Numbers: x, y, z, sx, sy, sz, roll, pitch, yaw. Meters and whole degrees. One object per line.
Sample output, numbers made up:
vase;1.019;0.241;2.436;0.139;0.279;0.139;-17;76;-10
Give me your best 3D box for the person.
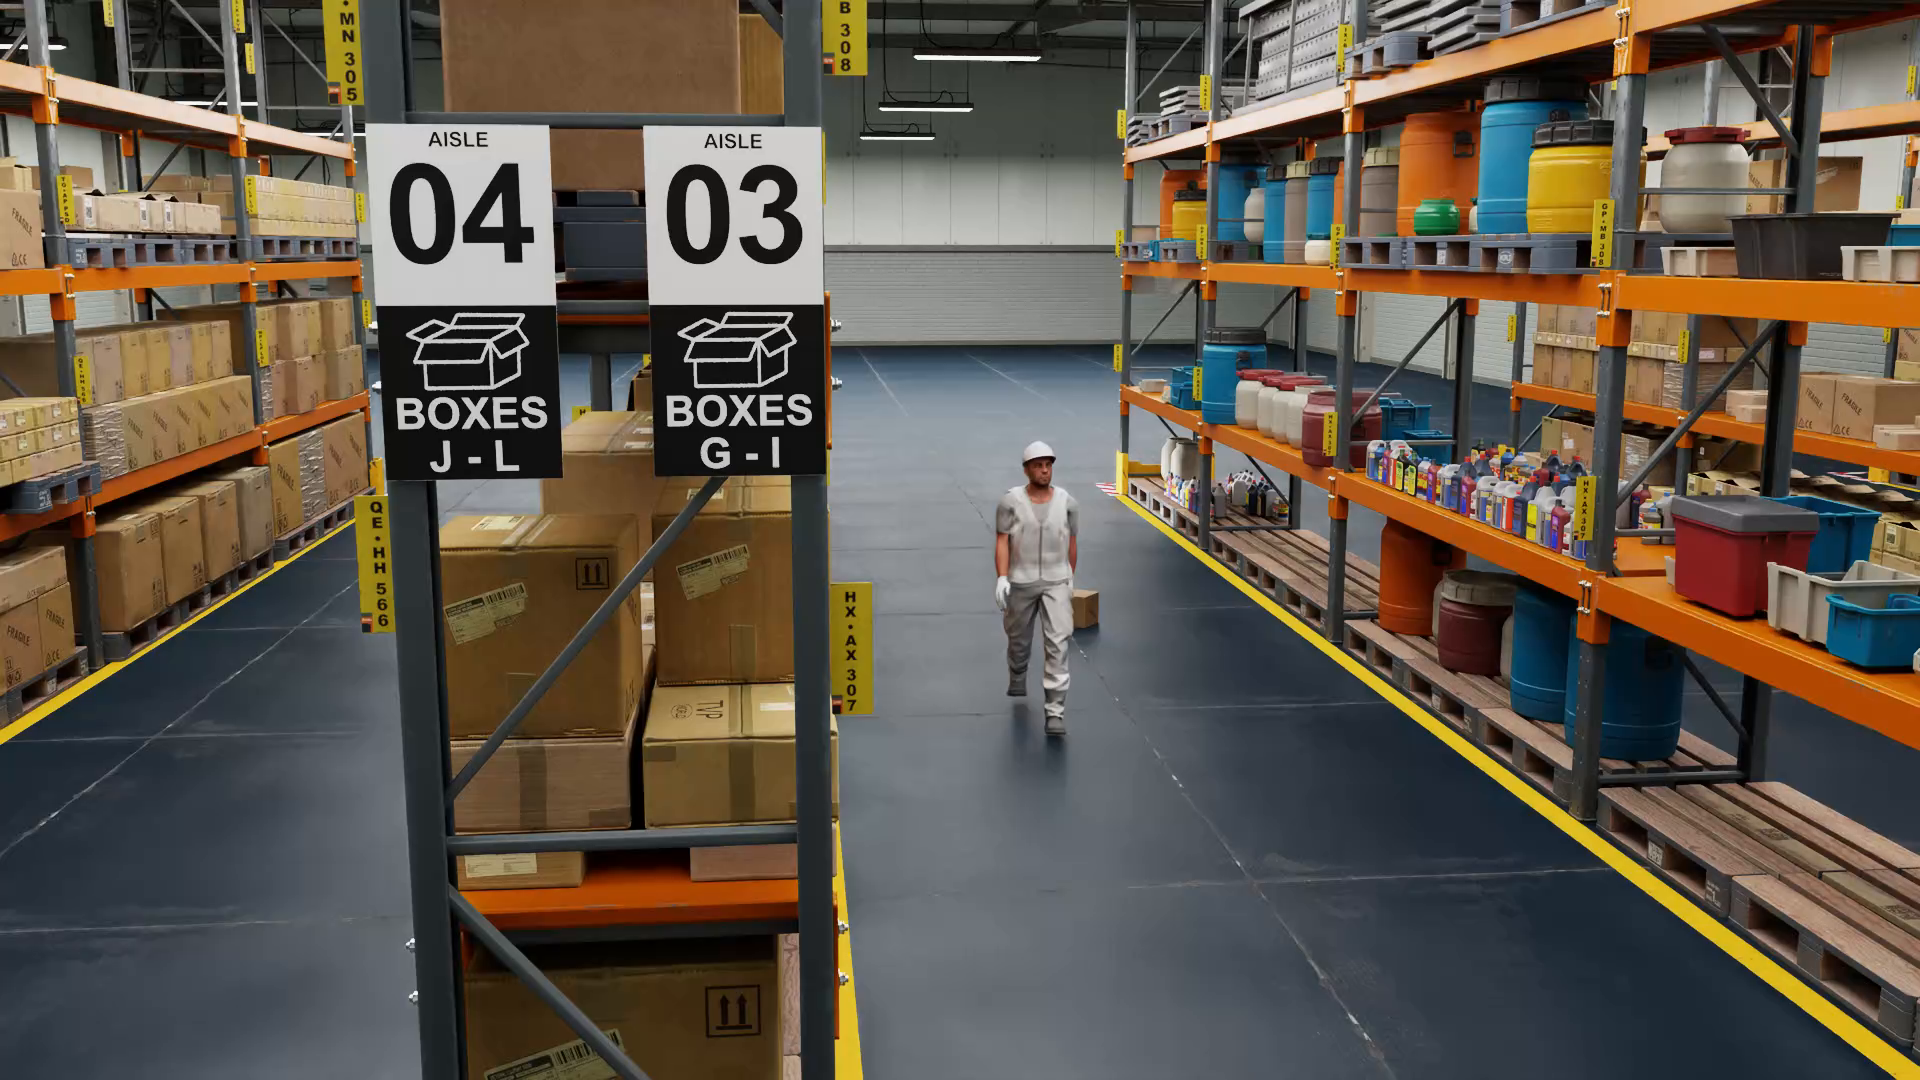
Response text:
person;0.474;0.266;10.288;0.533;1.752;0.965;0;10;-2
